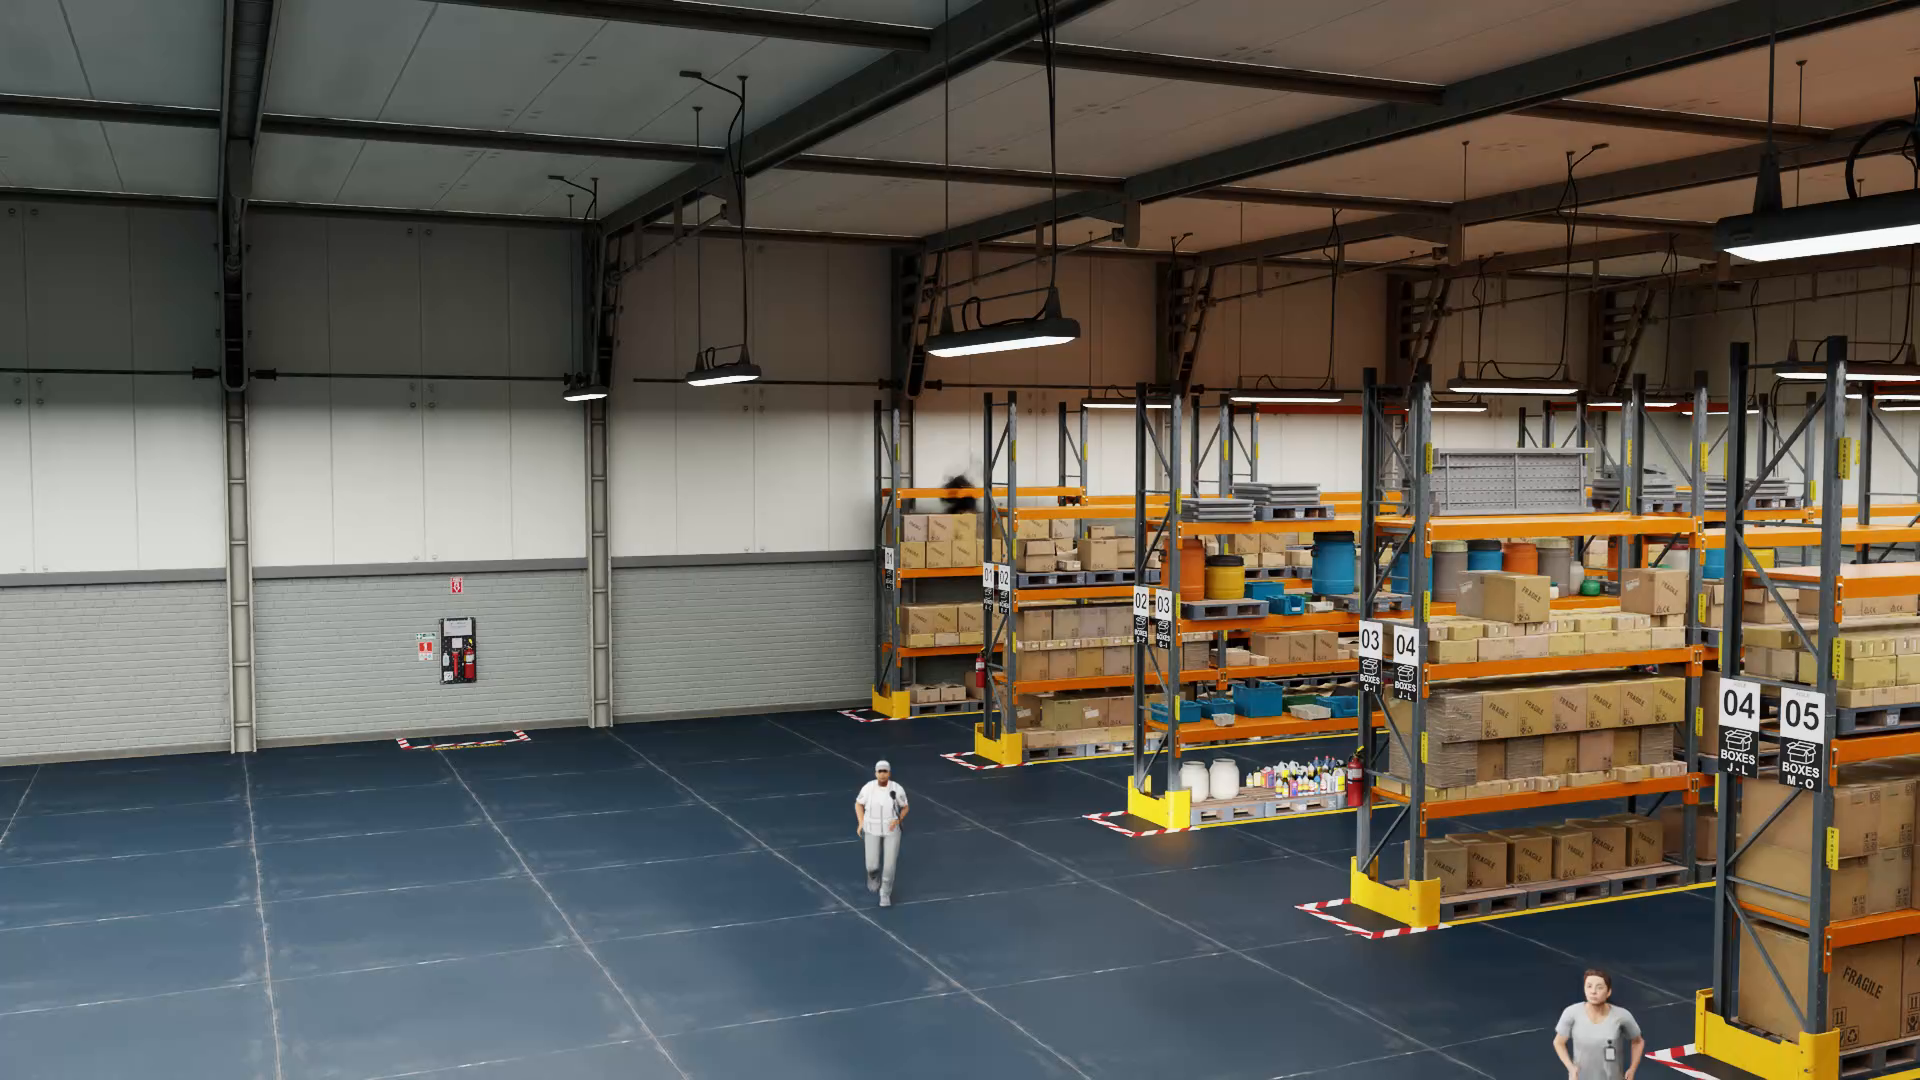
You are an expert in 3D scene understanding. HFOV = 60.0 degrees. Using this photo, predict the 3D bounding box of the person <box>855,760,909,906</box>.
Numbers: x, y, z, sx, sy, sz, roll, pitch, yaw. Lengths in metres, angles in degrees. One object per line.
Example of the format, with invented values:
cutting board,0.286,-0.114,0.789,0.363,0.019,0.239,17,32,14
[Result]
person,-0.871,3.276,18.605,0.611,1.624,0.546,0,3,-2

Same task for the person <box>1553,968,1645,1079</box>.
person,4.311,3.697,11.241,0.576,1.662,0.820,1,4,22
